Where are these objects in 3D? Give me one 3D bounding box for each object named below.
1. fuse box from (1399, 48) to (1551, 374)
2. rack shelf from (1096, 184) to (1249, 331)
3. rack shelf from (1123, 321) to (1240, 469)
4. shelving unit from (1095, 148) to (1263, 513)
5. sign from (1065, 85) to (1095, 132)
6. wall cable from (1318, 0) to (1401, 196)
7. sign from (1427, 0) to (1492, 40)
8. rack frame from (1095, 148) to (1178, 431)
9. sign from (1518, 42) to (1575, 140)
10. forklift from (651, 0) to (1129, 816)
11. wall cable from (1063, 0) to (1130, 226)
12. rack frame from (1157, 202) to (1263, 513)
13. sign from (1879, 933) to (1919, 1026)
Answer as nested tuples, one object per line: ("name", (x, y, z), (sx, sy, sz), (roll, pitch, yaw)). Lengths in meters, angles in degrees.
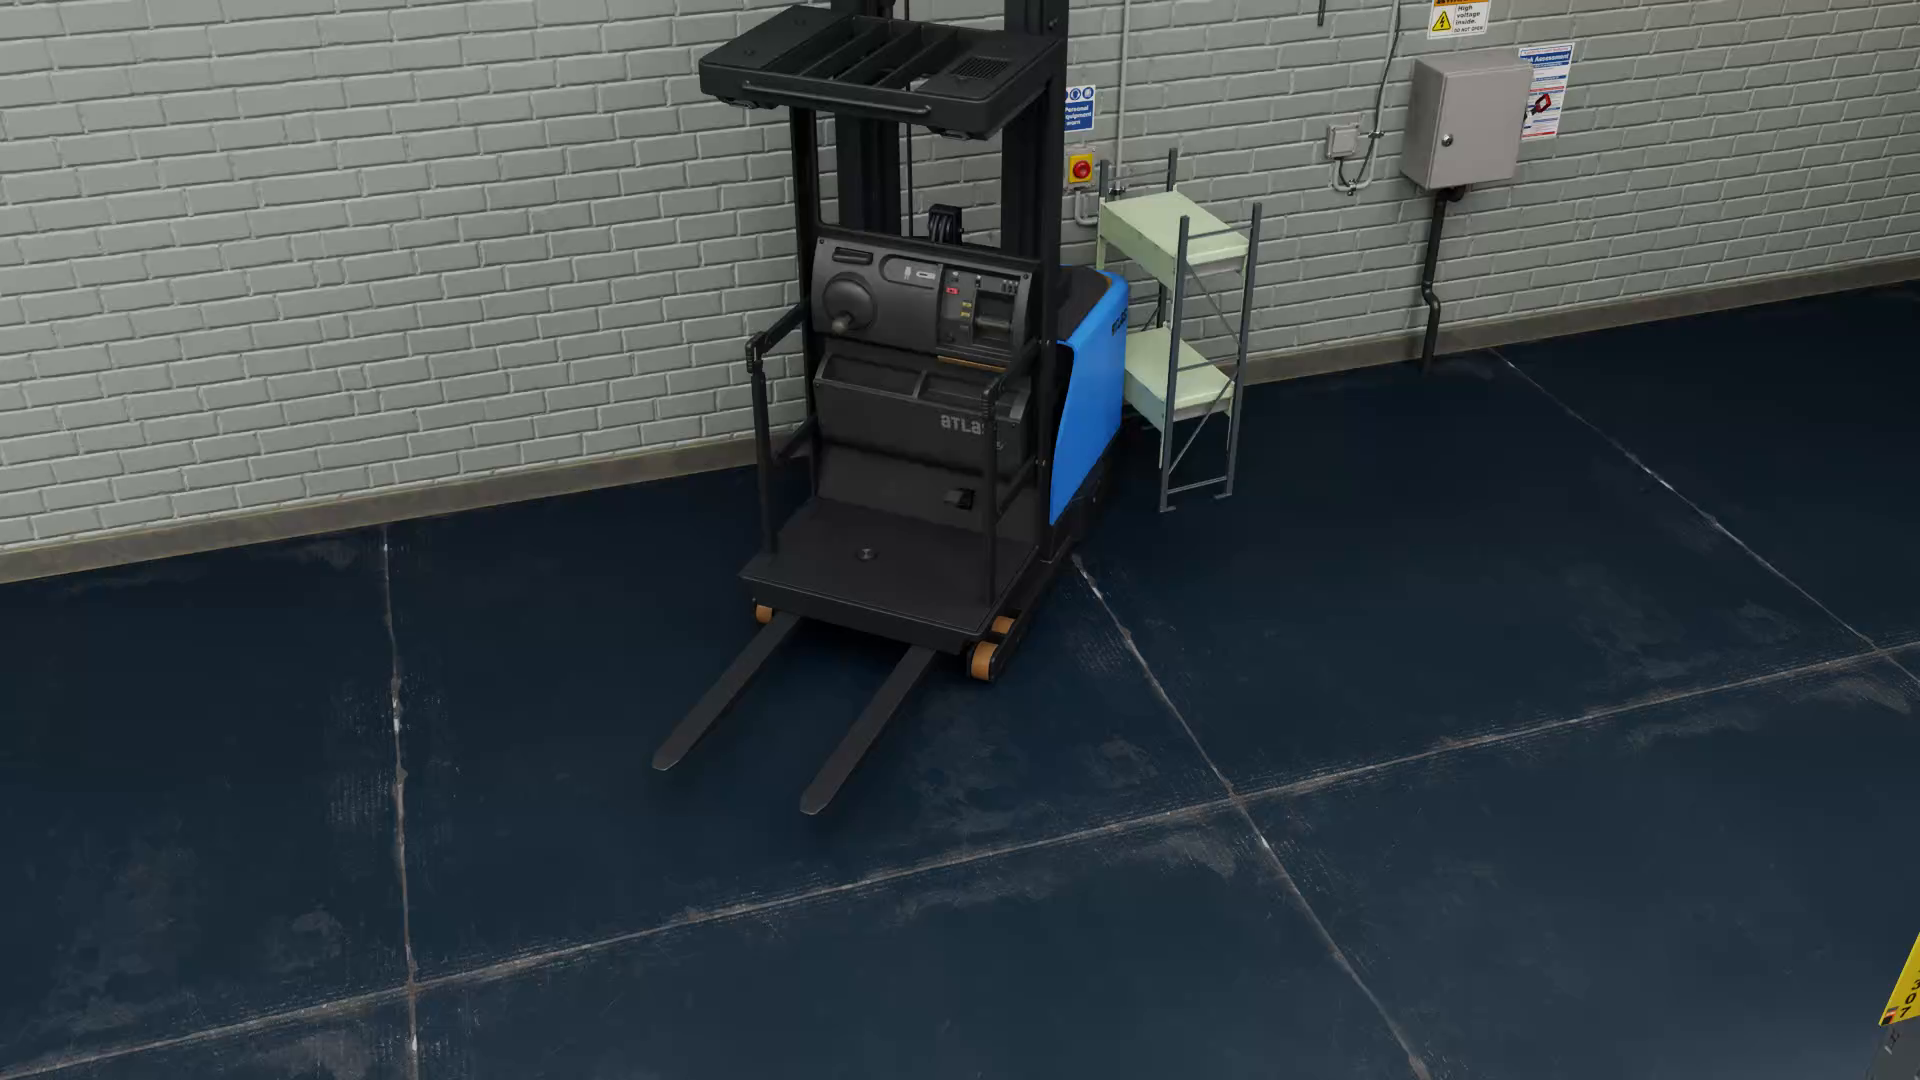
("fuse box", (2.592, -1.631, 8.666), (0.539, 1.711, 0.414), (-10, 35, -15))
("rack shelf", (0.984, -1.312, 7.668), (0.431, 0.370, 0.720), (-14, 36, -20))
("rack shelf", (0.984, -0.715, 8.063), (0.431, 0.370, 0.720), (-14, 36, -20))
("shelving unit", (0.984, -0.987, 7.883), (0.431, 1.500, 0.755), (-14, 36, -20))
("sign", (0.483, -2.028, 7.854), (0.327, 0.218, 0.001), (-10, 35, -15))
("wall cable", (1.895, -2.560, 7.982), (0.588, 1.984, 0.122), (-10, 35, -15))
("sign", (2.477, -2.612, 8.233), (0.339, 0.242, 0.001), (-10, 35, -15))
("rack frame", (0.836, -1.171, 8.162), (0.400, 1.500, 0.023), (-14, 36, -20))
("sign", (3.000, -2.320, 8.627), (0.329, 0.494, 0.001), (-10, 35, -15))
("forklift", (-0.241, -0.905, 6.461), (1.130, 2.935, 3.031), (13, 36, 19))
("wall cable", (0.547, -2.328, 7.603), (0.585, 1.953, 0.123), (-10, 35, -15))
("rack frame", (1.132, -0.802, 7.604), (0.400, 1.500, 0.023), (-14, 36, -20))
("sign", (1.759, 0.761, 3.020), (0.100, 0.325, 0.005), (-10, 35, -15))
